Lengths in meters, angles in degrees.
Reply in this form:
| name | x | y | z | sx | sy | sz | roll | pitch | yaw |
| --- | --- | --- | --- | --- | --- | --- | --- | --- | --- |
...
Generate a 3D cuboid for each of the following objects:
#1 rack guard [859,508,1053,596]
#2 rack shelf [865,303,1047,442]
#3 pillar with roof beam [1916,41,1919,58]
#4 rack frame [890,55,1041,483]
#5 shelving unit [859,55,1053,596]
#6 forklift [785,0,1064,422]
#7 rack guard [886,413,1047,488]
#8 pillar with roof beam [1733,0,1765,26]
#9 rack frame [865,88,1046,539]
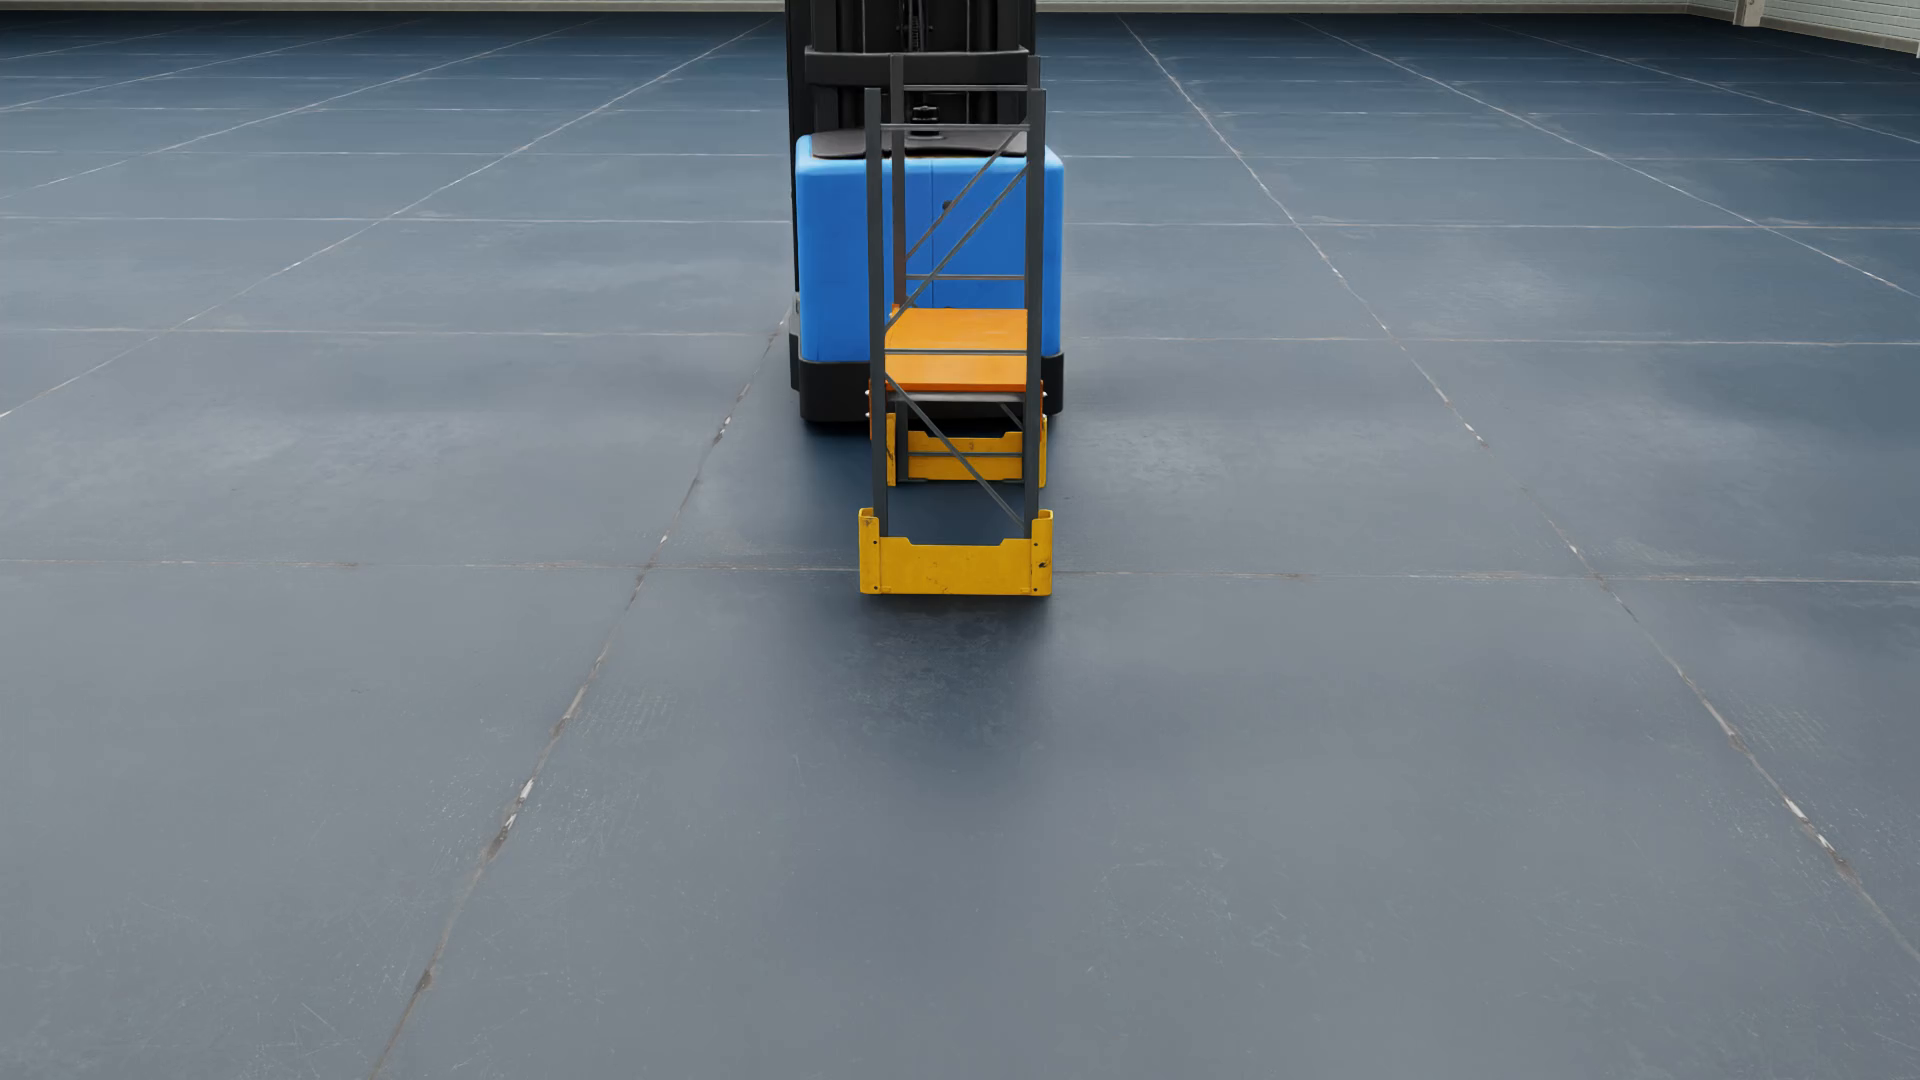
| name | x | y | z | sx | sy | sz | roll | pitch | yaw |
| --- | --- | --- | --- | --- | --- | --- | --- | --- | --- |
| rack guard | -0.013 | 0.036 | 5.091 | 0.587 | 0.250 | 0.087 | 1 | 21 | 2 |
| rack shelf | 0.003 | -0.562 | 5.402 | 0.538 | 0.185 | 1.000 | 1 | 21 | 2 |
| pillar with roof beam | 8.430 | -10.518 | 20.197 | 9.100 | 9.000 | 0.400 | 1 | 21 | 2 |
| rack frame | 0.018 | -0.914 | 5.811 | 0.500 | 1.500 | 0.032 | 1 | 21 | 2 |
| shelving unit | 0.002 | -0.727 | 5.329 | 0.587 | 1.500 | 1.083 | 1 | 21 | 2 |
| forklift | -0.237 | -2.320 | 7.457 | 1.130 | 2.935 | 3.031 | -2 | 21 | -5 |
| rack guard | 0.017 | -0.324 | 6.019 | 0.587 | 0.250 | 0.087 | 1 | 21 | 2 |
| pillar with roof beam | 8.613 | -12.688 | 25.788 | 9.100 | 9.000 | 0.400 | 1 | 21 | 2 |
| rack frame | -0.013 | -0.546 | 4.863 | 0.500 | 1.500 | 0.032 | 1 | 21 | 2 |
